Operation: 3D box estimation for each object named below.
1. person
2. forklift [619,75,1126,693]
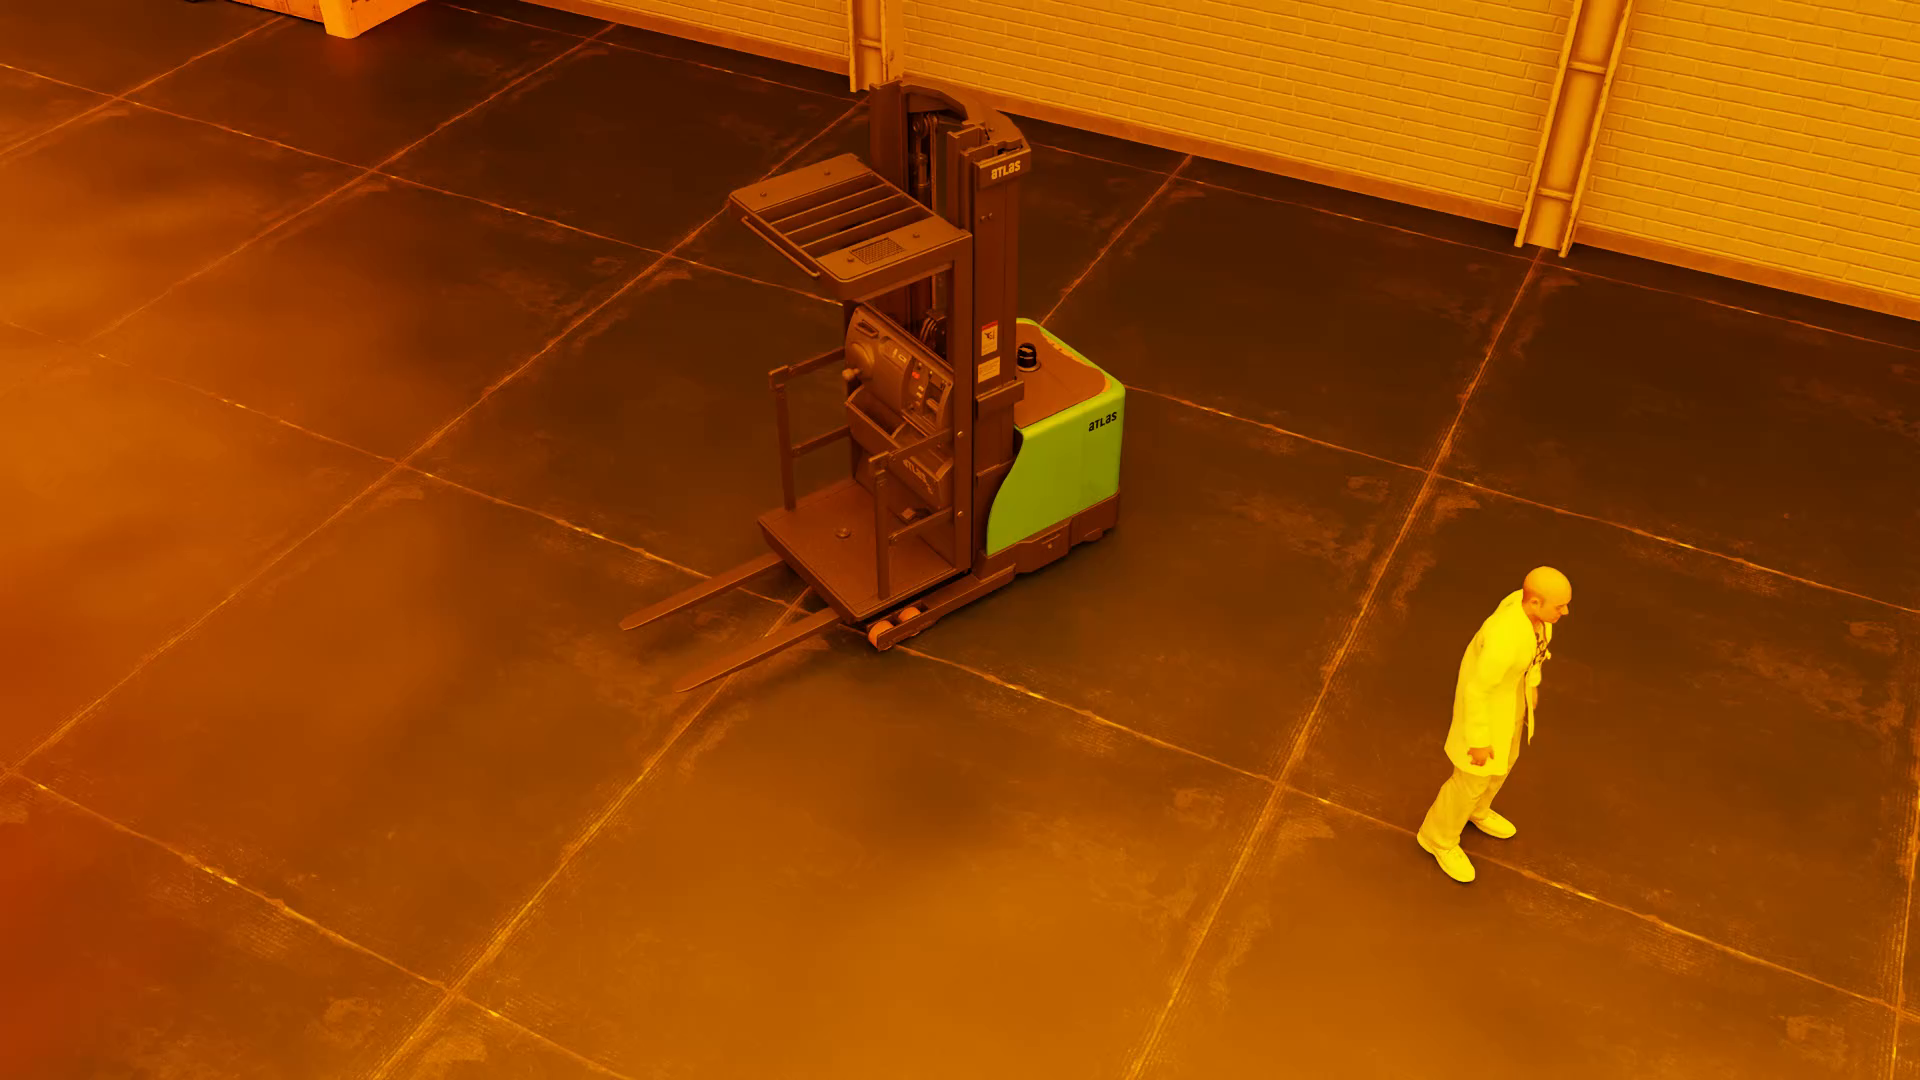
[{"bbox_3d":[2.567,0.814,7.918,0.427,1.775,0.655,29,48,30],"label":"person"},{"bbox_3d":[-0.506,-0.880,9.032,3.031,2.935,1.130,-25,46,-27],"label":"forklift"}]
